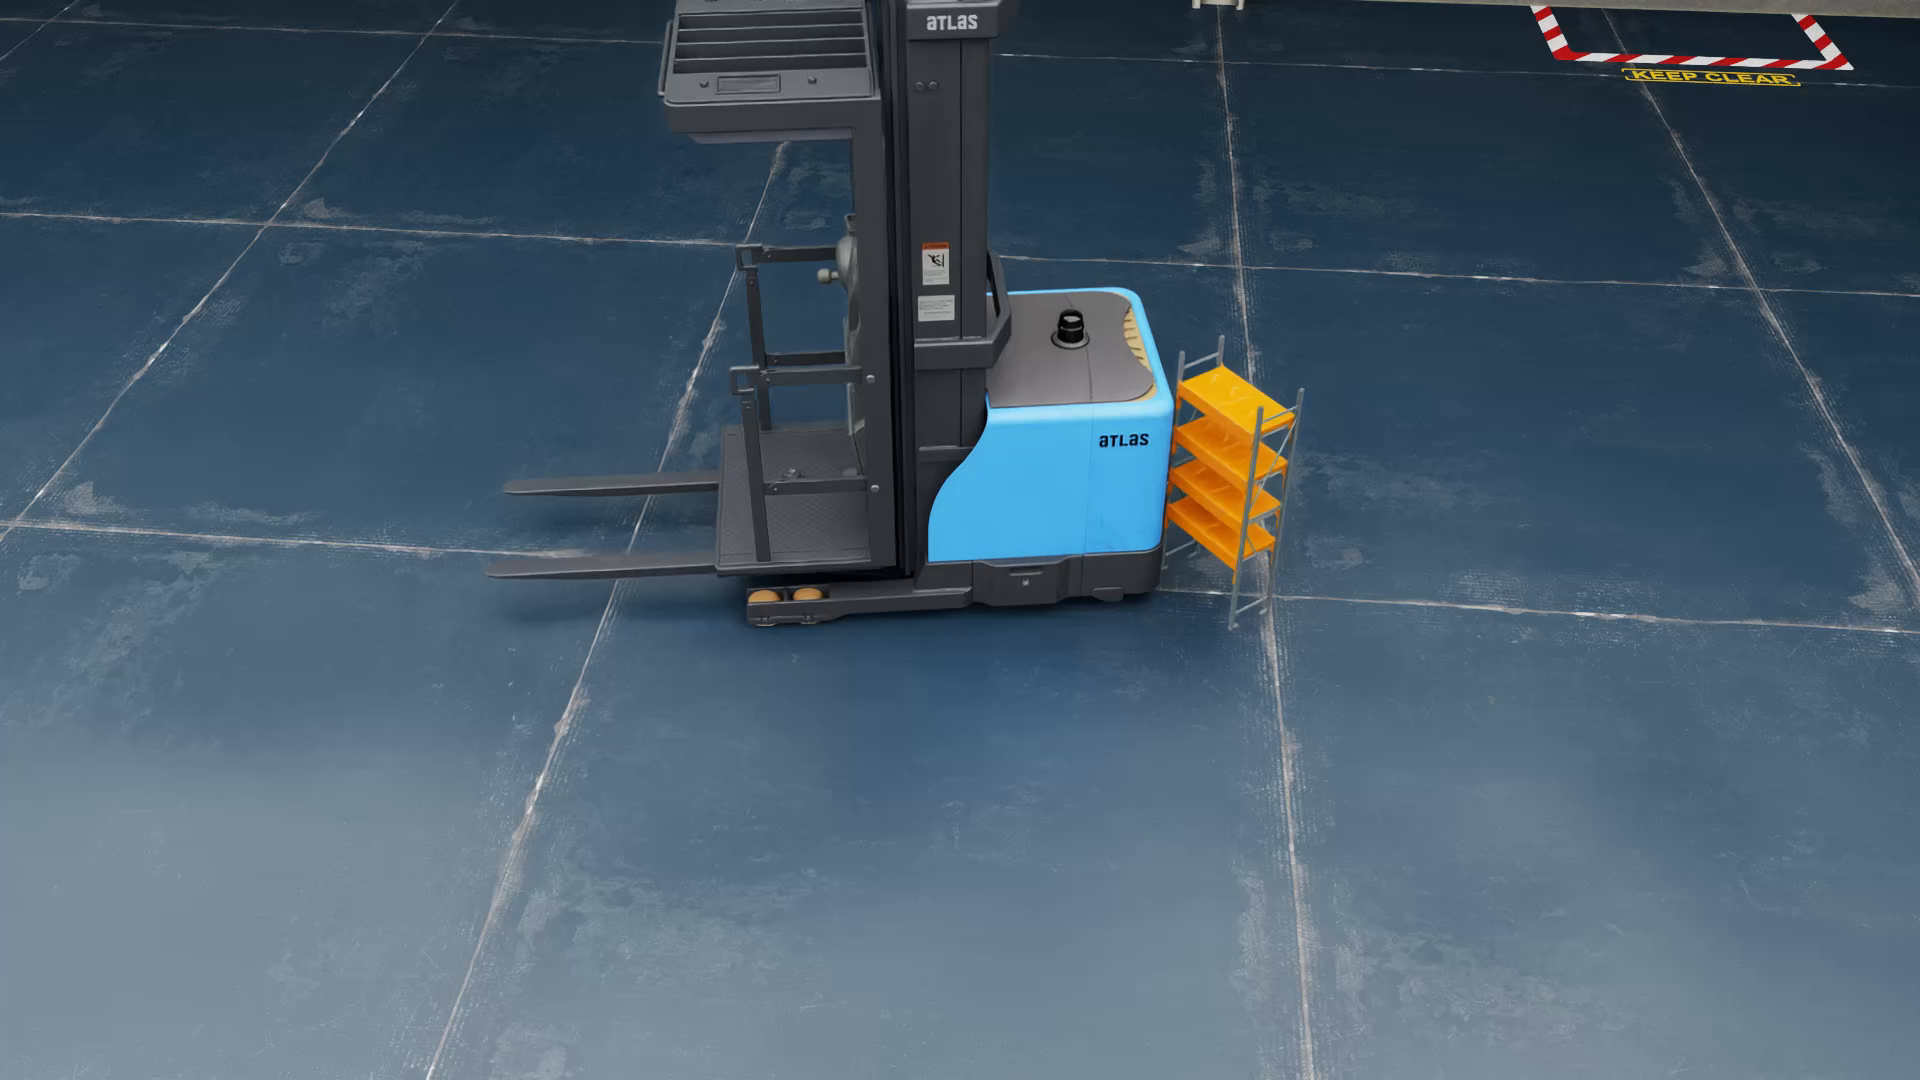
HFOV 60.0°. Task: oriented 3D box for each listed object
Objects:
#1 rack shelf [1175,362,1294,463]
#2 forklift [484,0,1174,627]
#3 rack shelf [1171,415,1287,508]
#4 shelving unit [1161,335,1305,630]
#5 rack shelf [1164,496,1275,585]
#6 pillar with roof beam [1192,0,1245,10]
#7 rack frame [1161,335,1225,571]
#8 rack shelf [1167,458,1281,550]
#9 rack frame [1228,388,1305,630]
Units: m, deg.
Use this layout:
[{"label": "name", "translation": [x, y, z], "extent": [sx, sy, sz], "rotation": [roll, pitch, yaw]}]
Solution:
[{"label": "rack shelf", "translation": [1.163, -0.541, 7.012], "extent": [0.258, 0.148, 0.480], "rotation": [-23, 44, -26]}, {"label": "forklift", "translation": [-0.632, -1.097, 6.947], "extent": [3.031, 2.935, 1.130], "rotation": [-3, 39, -4]}, {"label": "rack shelf", "translation": [1.163, -0.358, 7.162], "extent": [0.258, 0.148, 0.480], "rotation": [-23, 44, -26]}, {"label": "shelving unit", "translation": [1.163, -0.236, 7.260], "extent": [0.258, 1.200, 0.503], "rotation": [-23, 44, -26]}, {"label": "rack shelf", "translation": [1.163, -0.030, 7.428], "extent": [0.258, 0.148, 0.480], "rotation": [-23, 44, -26]}, {"label": "pillar with roof beam", "translation": [1.665, -5.045, 6.990], "extent": [0.400, 9.000, 9.100], "rotation": [3, 39, 4]}, {"label": "rack frame", "translation": [1.027, -0.364, 7.417], "extent": [0.240, 1.200, 0.015], "rotation": [-23, 44, -26]}, {"label": "rack shelf", "translation": [1.163, -0.184, 7.303], "extent": [0.258, 0.148, 0.480], "rotation": [-23, 44, -26]}, {"label": "rack frame", "translation": [1.300, -0.109, 7.104], "extent": [0.240, 1.200, 0.015], "rotation": [-23, 44, -26]}]
